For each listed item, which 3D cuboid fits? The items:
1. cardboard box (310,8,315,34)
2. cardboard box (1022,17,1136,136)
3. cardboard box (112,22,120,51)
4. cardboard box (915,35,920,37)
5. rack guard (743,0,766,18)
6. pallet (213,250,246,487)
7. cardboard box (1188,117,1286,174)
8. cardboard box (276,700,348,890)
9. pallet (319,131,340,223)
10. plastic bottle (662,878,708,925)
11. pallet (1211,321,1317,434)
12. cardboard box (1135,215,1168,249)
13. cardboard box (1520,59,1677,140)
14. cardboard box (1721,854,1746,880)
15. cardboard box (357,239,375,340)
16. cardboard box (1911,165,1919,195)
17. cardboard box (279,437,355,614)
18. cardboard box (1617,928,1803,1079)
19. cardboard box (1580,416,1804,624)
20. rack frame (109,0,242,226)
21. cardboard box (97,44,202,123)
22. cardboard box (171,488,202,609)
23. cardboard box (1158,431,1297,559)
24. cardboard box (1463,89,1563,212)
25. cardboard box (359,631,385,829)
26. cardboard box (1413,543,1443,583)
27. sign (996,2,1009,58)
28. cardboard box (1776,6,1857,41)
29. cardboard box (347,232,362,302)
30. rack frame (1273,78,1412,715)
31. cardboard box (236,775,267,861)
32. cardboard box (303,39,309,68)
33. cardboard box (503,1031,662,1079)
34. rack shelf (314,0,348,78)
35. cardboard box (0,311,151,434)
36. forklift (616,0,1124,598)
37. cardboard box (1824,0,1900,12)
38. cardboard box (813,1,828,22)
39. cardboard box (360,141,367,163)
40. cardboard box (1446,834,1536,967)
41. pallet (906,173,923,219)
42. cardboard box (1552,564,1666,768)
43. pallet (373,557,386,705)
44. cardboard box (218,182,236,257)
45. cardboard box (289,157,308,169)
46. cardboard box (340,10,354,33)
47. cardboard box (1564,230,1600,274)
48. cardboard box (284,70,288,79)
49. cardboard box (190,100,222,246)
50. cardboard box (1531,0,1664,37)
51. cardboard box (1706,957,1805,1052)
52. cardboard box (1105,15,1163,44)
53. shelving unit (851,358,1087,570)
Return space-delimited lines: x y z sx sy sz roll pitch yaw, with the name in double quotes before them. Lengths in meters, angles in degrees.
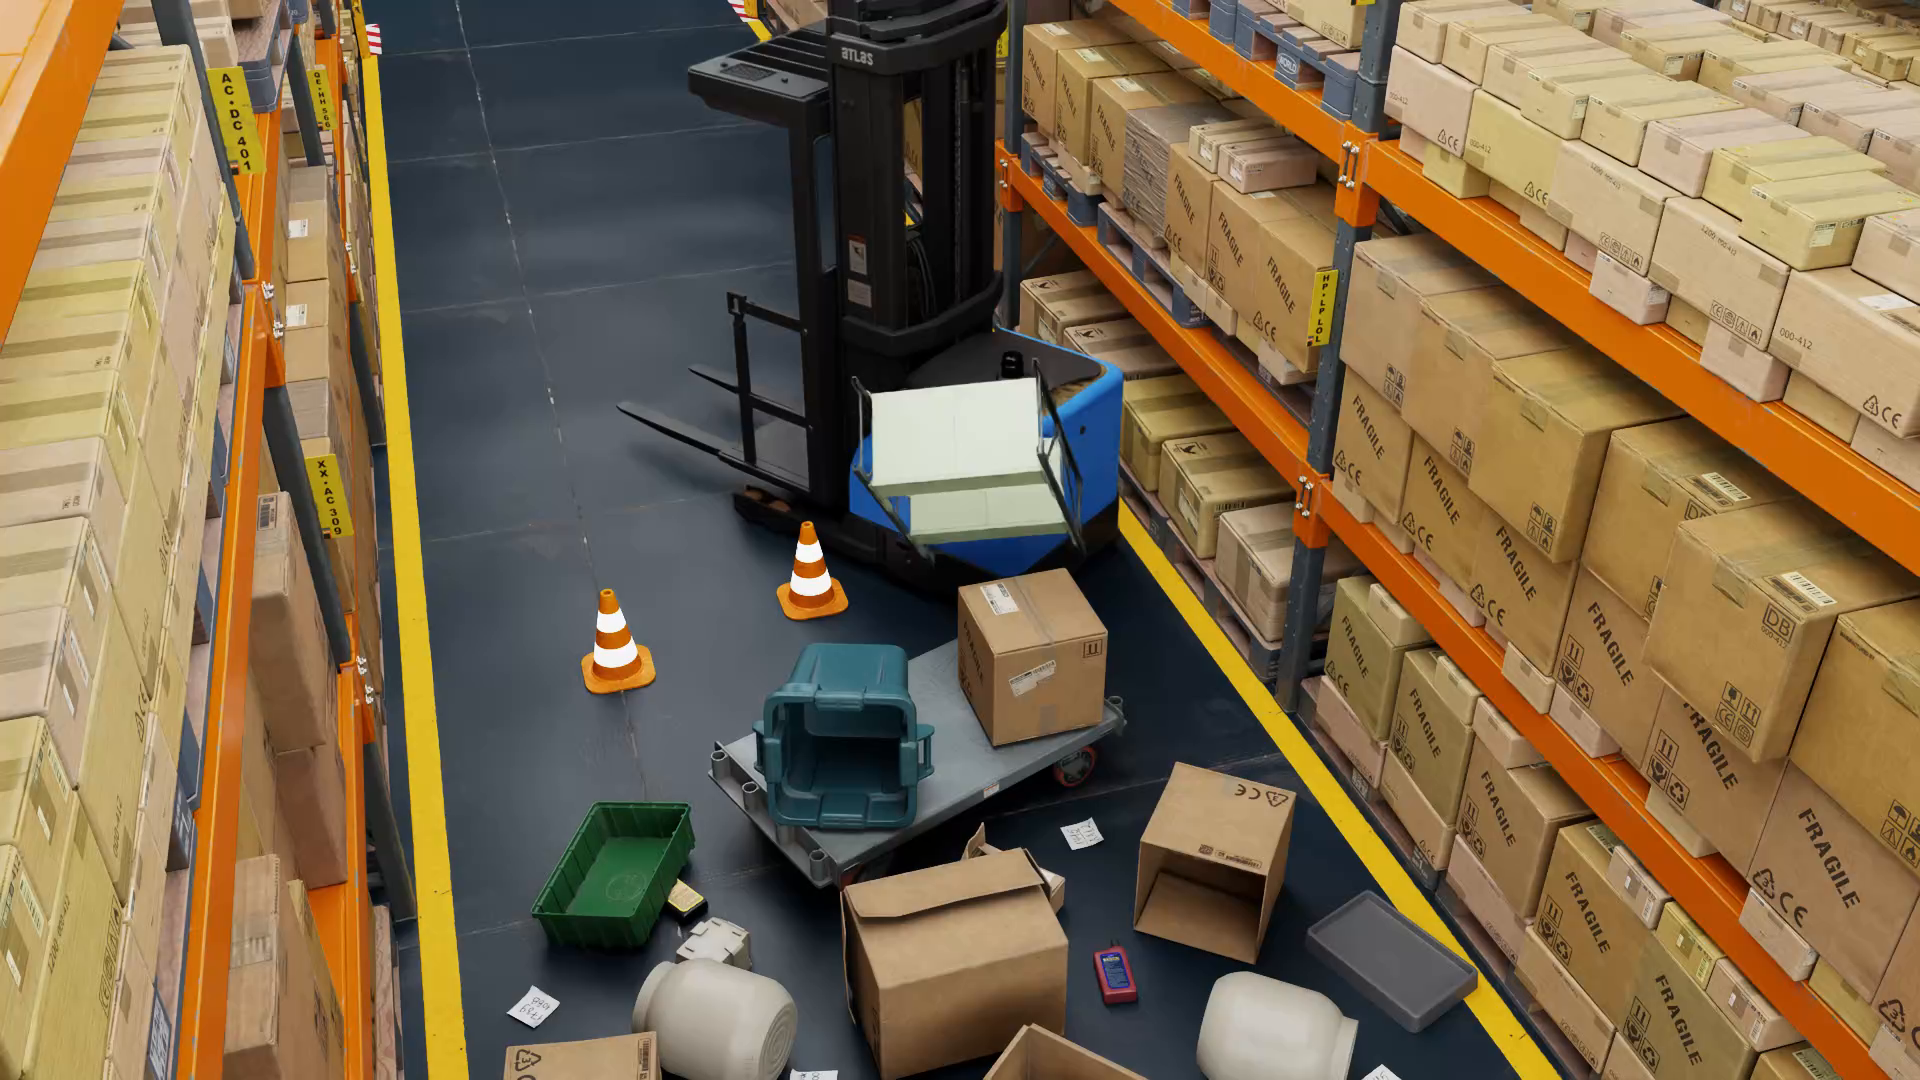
"cardboard box" -4.745 -3.618 11.671 0.380 0.149 0.250 -10 35 -14
"cardboard box" 0.686 -2.710 9.709 0.500 0.500 0.500 -11 35 -16
"cardboard box" -3.439 -1.974 6.224 0.500 0.311 0.500 -11 35 -16
"cardboard box" -0.124 -3.600 11.932 0.500 0.250 0.500 -11 35 -16
"rack guard" -1.679 -5.815 17.415 1.175 0.500 0.348 -10 35 -15
"pallet" -2.455 -0.442 4.377 1.003 0.211 1.213 -10 35 -15
"cardboard box" 1.304 -1.860 7.834 0.380 0.149 0.250 -11 35 -17
"cardboard box" -2.381 0.755 5.070 0.875 0.550 0.550 -10 35 -15
"pallet" -4.233 -2.035 9.603 1.213 0.211 1.003 -10 35 -15
"plastic bottle" -1.173 1.458 6.807 0.283 0.061 0.133 27 42 34
"pallet" 1.894 -0.890 7.870 1.003 0.211 1.213 -10 35 -15
"cardboard box" 1.138 -1.656 8.702 0.380 0.149 0.250 -9 34 -13
"cardboard box" 2.008 -1.389 5.235 0.380 0.149 0.250 -10 35 -15
"cardboard box" 2.599 0.959 5.125 0.380 0.149 0.250 -10 35 -14
"cardboard box" -4.044 -1.569 10.610 0.500 0.500 0.500 -10 35 -14
"cardboard box" 2.861 -0.949 4.568 0.380 0.149 0.250 -9 35 -14
"cardboard box" -2.599 -0.022 6.291 0.500 0.500 0.500 -10 35 -14
"cardboard box" 2.554 1.565 5.414 0.500 0.500 0.500 -9 34 -13
"cardboard box" 2.425 -0.062 5.174 0.700 0.500 0.500 -10 35 -15
"rack frame" -2.694 -2.162 4.179 1.000 3.000 0.127 -10 35 -15
"cardboard box" -2.279 -1.217 4.502 0.380 0.149 0.250 -10 35 -15
"cardboard box" -1.737 0.047 3.312 0.380 0.149 0.250 -10 35 -14
"cardboard box" 1.604 -0.275 8.768 0.950 0.372 0.625 -8 34 -12
"cardboard box" 2.028 -1.311 5.478 0.500 0.250 0.500 -10 35 -15
"cardboard box" -2.969 0.794 6.807 1.050 0.750 0.750 -10 35 -15
"cardboard box" 2.016 0.038 6.519 0.380 0.149 0.250 -10 35 -15
"sign" 0.241 -3.033 9.888 0.100 0.325 0.005 -10 35 -15
"cardboard box" 5.497 -3.306 10.673 0.380 0.149 0.250 -9 35 -13
"cardboard box" -3.894 -1.607 9.987 0.500 0.250 0.500 -12 35 -17
"rack frame" 1.989 -0.544 7.173 1.000 3.000 0.127 -10 35 -15
"cardboard box" -2.133 0.880 3.901 0.875 0.550 0.500 -10 35 -15
"cardboard box" -4.351 -3.058 10.554 0.380 0.149 0.250 -9 34 -13
"cardboard box" -1.244 2.025 5.549 0.500 0.500 0.500 -4 34 -6
"rack shelf" -5.745 -4.609 13.976 1.077 0.370 4.000 -10 35 -15
"cardboard box" -1.738 -0.286 3.093 0.380 0.149 0.250 -10 35 -14
"forklift" -0.635 -1.484 8.656 3.031 2.935 1.130 22 40 30
"cardboard box" 5.973 -3.538 11.024 0.380 0.149 0.250 -9 35 -13
"cardboard box" -0.814 -4.669 15.357 0.875 0.438 0.875 -11 35 -16
"cardboard box" -4.940 -3.090 13.230 0.380 0.149 0.250 -12 35 -17
"cardboard box" 2.250 1.339 6.435 0.500 0.250 0.500 -10 35 -15
"pallet" 0.232 -2.547 12.733 1.003 0.211 1.213 -10 35 -15
"cardboard box" 2.347 0.355 5.451 0.500 0.500 0.500 -10 35 -14
"pallet" -3.377 0.470 8.166 1.003 0.211 1.213 -10 35 -15
"cardboard box" -2.279 -0.885 4.723 0.380 0.149 0.250 -10 35 -15
"cardboard box" -3.859 -2.098 9.371 0.380 0.149 0.250 -10 35 -15
"cardboard box" -5.730 -4.702 15.129 0.380 0.149 0.250 -11 35 -16
"cardboard box" 2.167 -0.948 5.290 0.380 0.149 0.250 -11 35 -16
"cardboard box" -4.026 -2.623 9.626 0.380 0.149 0.250 -10 35 -15
"cardboard box" -2.300 -0.974 4.496 0.500 0.250 0.500 -10 35 -15
"cardboard box" 2.293 -1.894 5.999 0.380 0.149 0.250 -9 35 -14
"cardboard box" 2.540 1.386 5.096 0.380 0.149 0.250 -9 35 -13
"cardboard box" 1.172 -2.794 9.835 0.500 0.500 0.500 -11 35 -16
"shelving unit" 0.081 -0.286 7.251 0.755 1.500 0.431 -5 73 10
